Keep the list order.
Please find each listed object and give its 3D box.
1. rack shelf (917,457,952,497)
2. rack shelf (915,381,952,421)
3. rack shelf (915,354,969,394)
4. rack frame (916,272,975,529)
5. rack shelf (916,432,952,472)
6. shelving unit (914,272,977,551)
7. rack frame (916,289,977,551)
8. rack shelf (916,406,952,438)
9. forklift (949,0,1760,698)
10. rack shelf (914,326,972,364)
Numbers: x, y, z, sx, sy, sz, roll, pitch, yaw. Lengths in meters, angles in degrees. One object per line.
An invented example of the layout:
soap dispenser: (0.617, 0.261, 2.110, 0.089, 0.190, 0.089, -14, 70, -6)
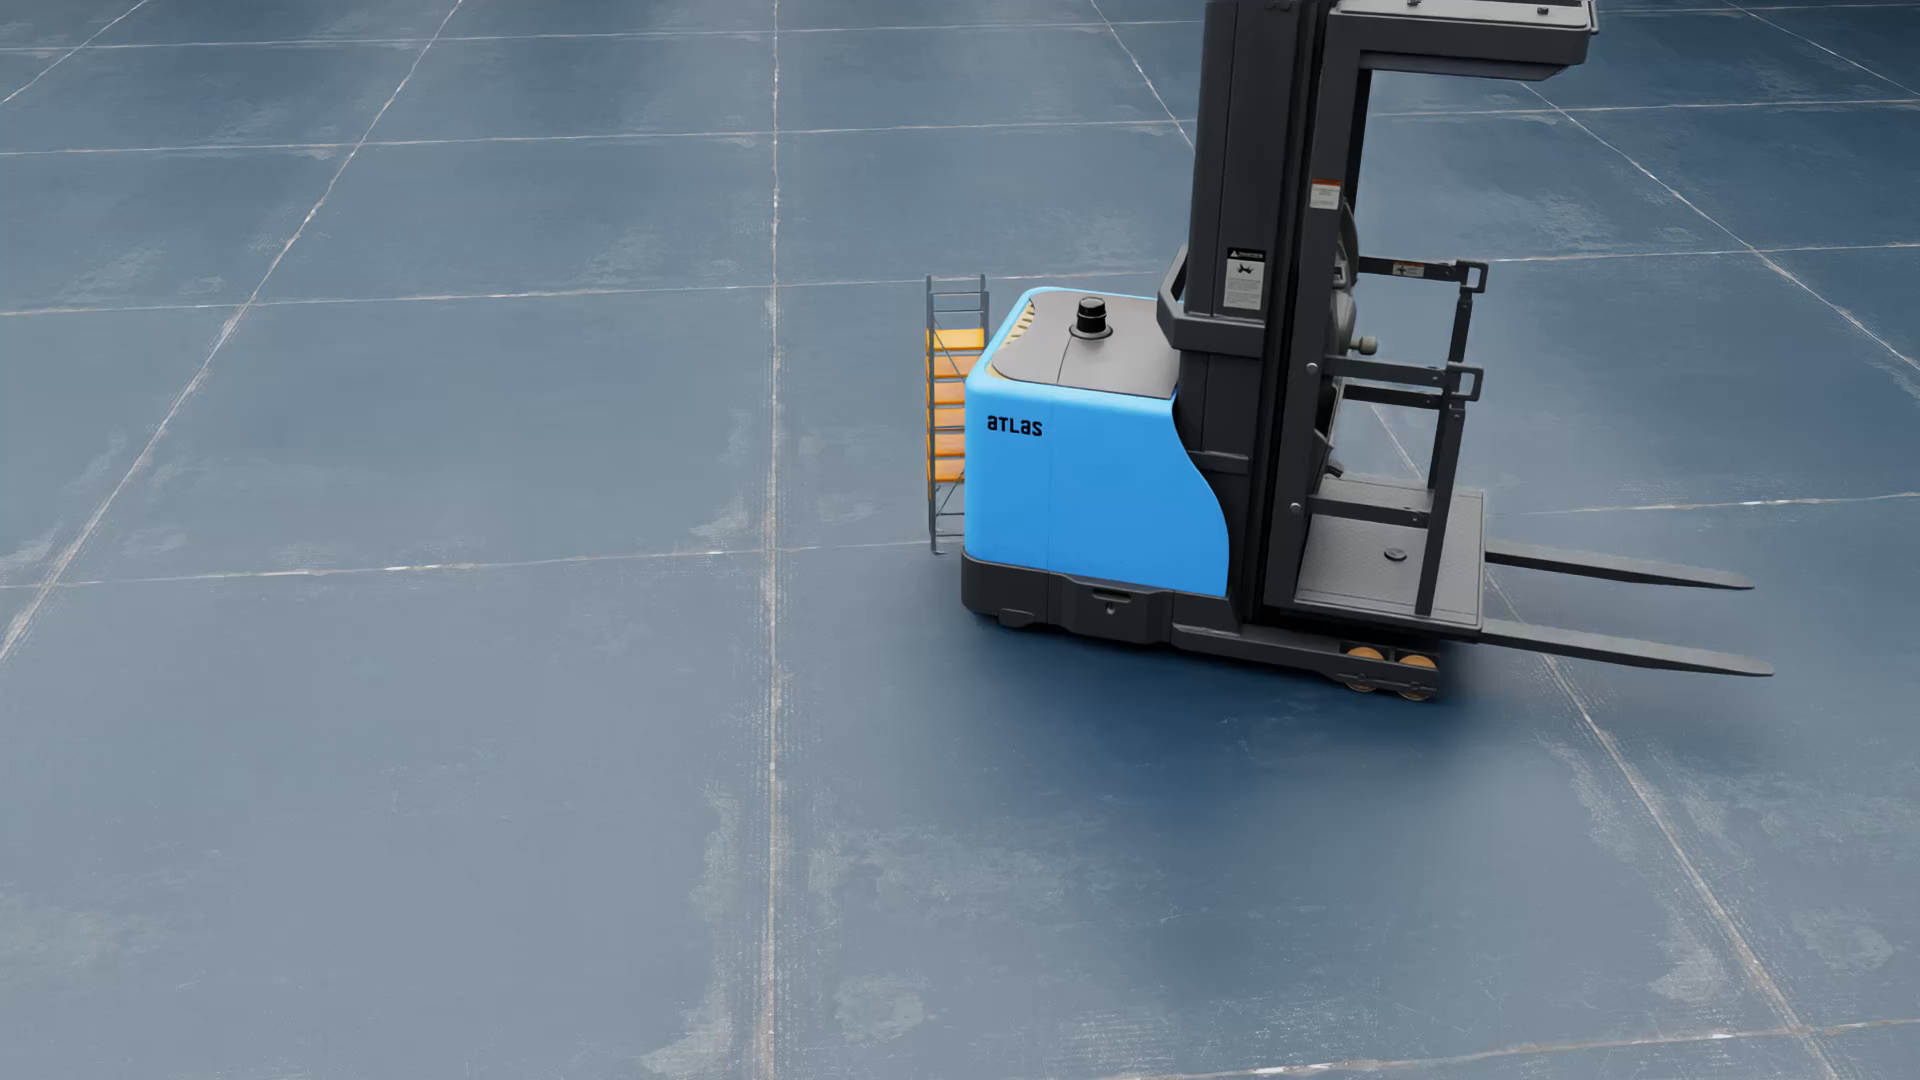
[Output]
rack shelf: (-0.056, -0.276, 7.096, 0.258, 0.103, 0.180, -1, 31, -1)
rack shelf: (-0.056, -0.585, 6.911, 0.258, 0.103, 0.180, -1, 31, -1)
rack shelf: (-0.056, -0.688, 6.850, 0.258, 0.103, 0.180, -1, 31, -1)
rack frame: (-0.058, -0.567, 7.029, 0.240, 1.200, 0.006, -1, 31, -1)
rack shelf: (-0.056, -0.379, 7.035, 0.258, 0.103, 0.180, -1, 31, -1)
shelving unit: (-0.056, -0.520, 6.950, 0.258, 1.200, 0.189, -1, 31, -1)
rack frame: (-0.053, -0.473, 6.872, 0.240, 1.200, 0.006, -1, 31, -1)
rack shelf: (-0.056, -0.482, 6.973, 0.258, 0.103, 0.180, -1, 31, -1)
forklift: (1.532, -0.969, 6.013, 3.031, 2.935, 1.130, 8, 32, 14)
rack shelf: (-0.056, -0.791, 6.788, 0.258, 0.103, 0.180, -1, 31, -1)
